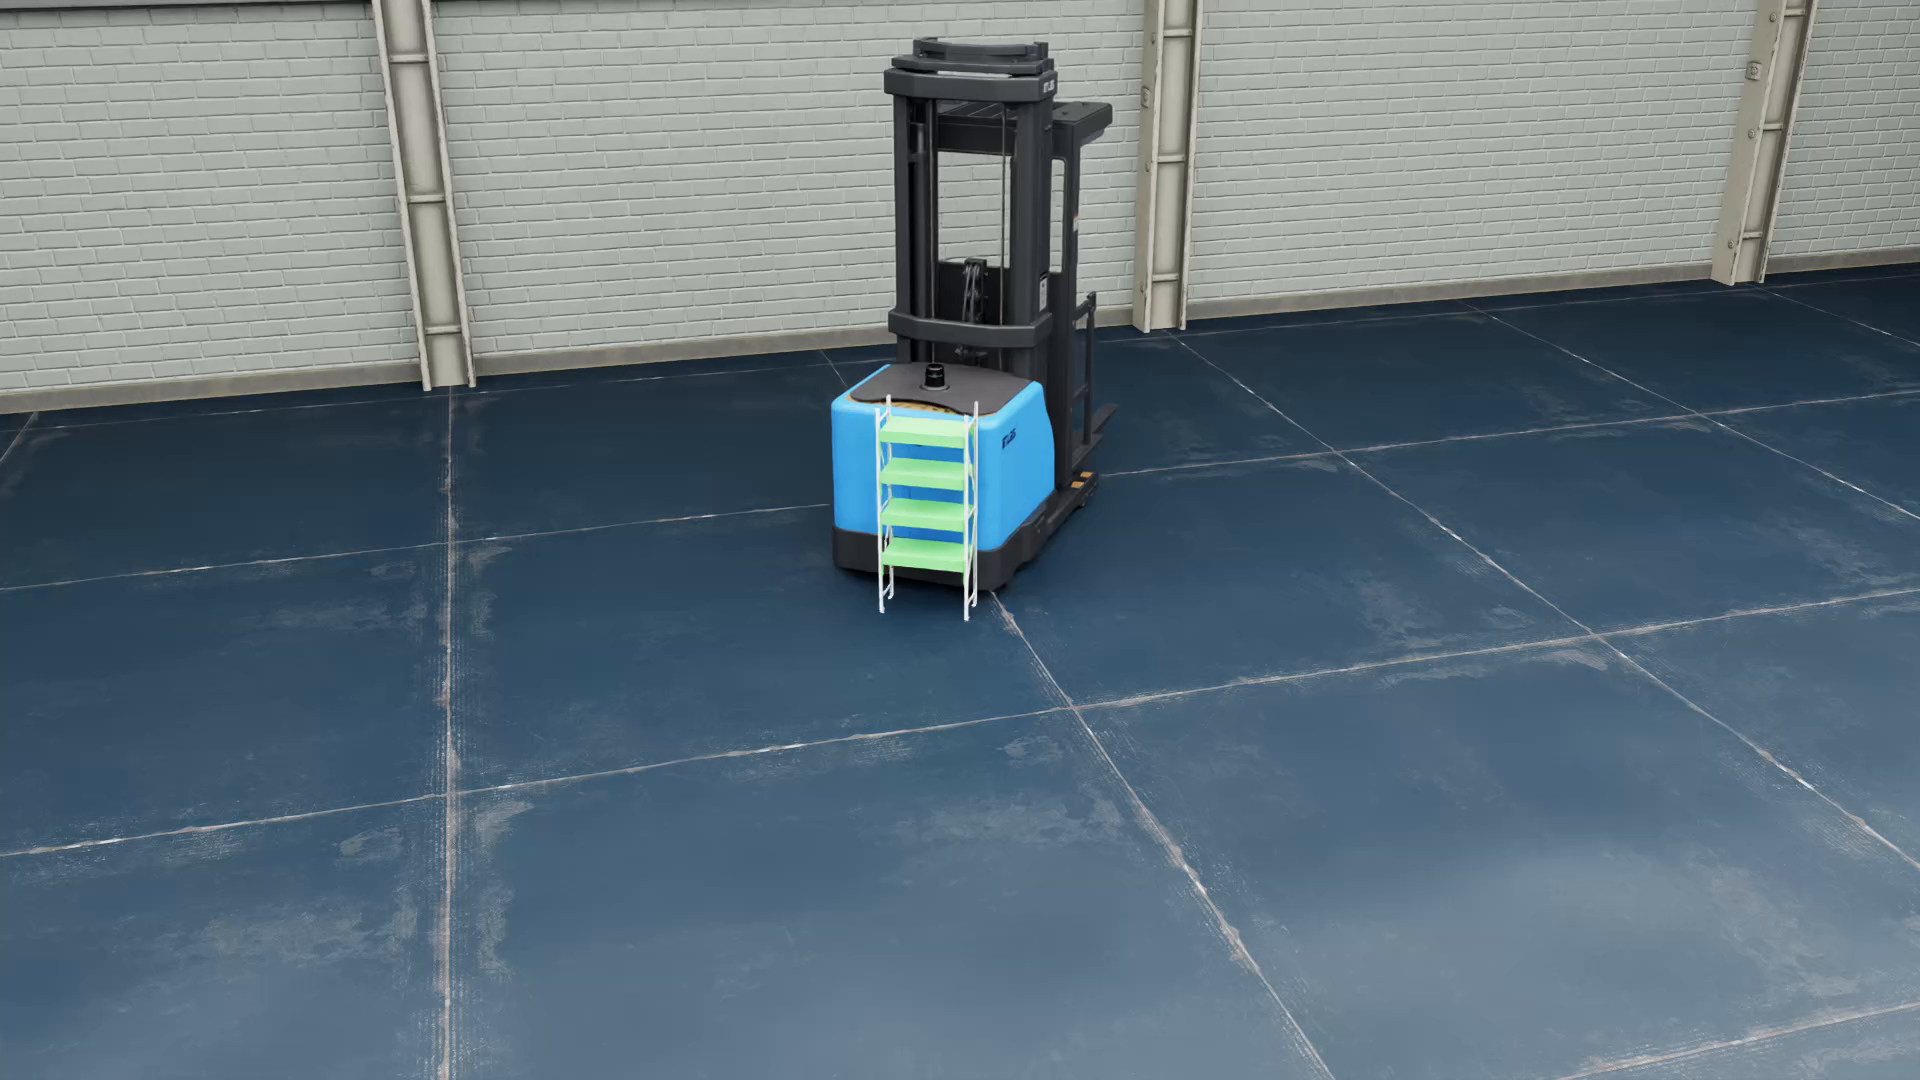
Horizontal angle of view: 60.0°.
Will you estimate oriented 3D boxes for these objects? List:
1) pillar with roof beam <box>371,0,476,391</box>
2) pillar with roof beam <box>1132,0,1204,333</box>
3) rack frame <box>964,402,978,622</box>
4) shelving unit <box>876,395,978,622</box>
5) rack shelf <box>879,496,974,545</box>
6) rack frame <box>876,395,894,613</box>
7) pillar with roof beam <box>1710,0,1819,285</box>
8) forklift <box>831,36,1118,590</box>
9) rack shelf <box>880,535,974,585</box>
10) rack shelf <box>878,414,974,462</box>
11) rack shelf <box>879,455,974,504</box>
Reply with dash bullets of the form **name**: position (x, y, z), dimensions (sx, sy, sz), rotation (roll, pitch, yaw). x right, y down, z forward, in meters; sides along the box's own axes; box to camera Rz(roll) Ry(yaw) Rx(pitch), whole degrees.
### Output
- **pillar with roof beam**: position (-2.868, -3.742, 7.559), dimensions (0.400, 9.000, 9.100), rotation (-6, 24, -14)
- **pillar with roof beam**: position (2.909, -4.381, 9.049), dimensions (0.400, 9.000, 9.100), rotation (-6, 24, -14)
- **rack frame**: position (0.060, -0.146, 9.070), dimensions (0.015, 1.200, 0.240), rotation (5, 24, 12)
- **shelving unit**: position (-0.177, -0.169, 9.122), dimensions (0.503, 1.200, 0.258), rotation (5, 24, 12)
- **rack shelf**: position (-0.177, -0.110, 9.147), dimensions (0.480, 0.148, 0.258), rotation (5, 24, 12)
- **rack frame**: position (-0.414, -0.192, 9.175), dimensions (0.015, 1.200, 0.240), rotation (5, 24, 12)
- **pillar with roof beam**: position (8.686, -5.020, 10.538), dimensions (0.400, 9.000, 9.100), rotation (-6, 24, -14)
- **forklift**: position (0.267, -1.614, 10.295), dimensions (1.130, 2.935, 3.031), rotation (9, 25, 20)
- **rack shelf**: position (-0.177, 0.110, 9.242), dimensions (0.480, 0.148, 0.258), rotation (5, 24, 12)
- **rack shelf**: position (-0.177, -0.551, 8.958), dimensions (0.480, 0.148, 0.258), rotation (5, 24, 12)
- **rack shelf**: position (-0.177, -0.331, 9.053), dimensions (0.480, 0.148, 0.258), rotation (5, 24, 12)
